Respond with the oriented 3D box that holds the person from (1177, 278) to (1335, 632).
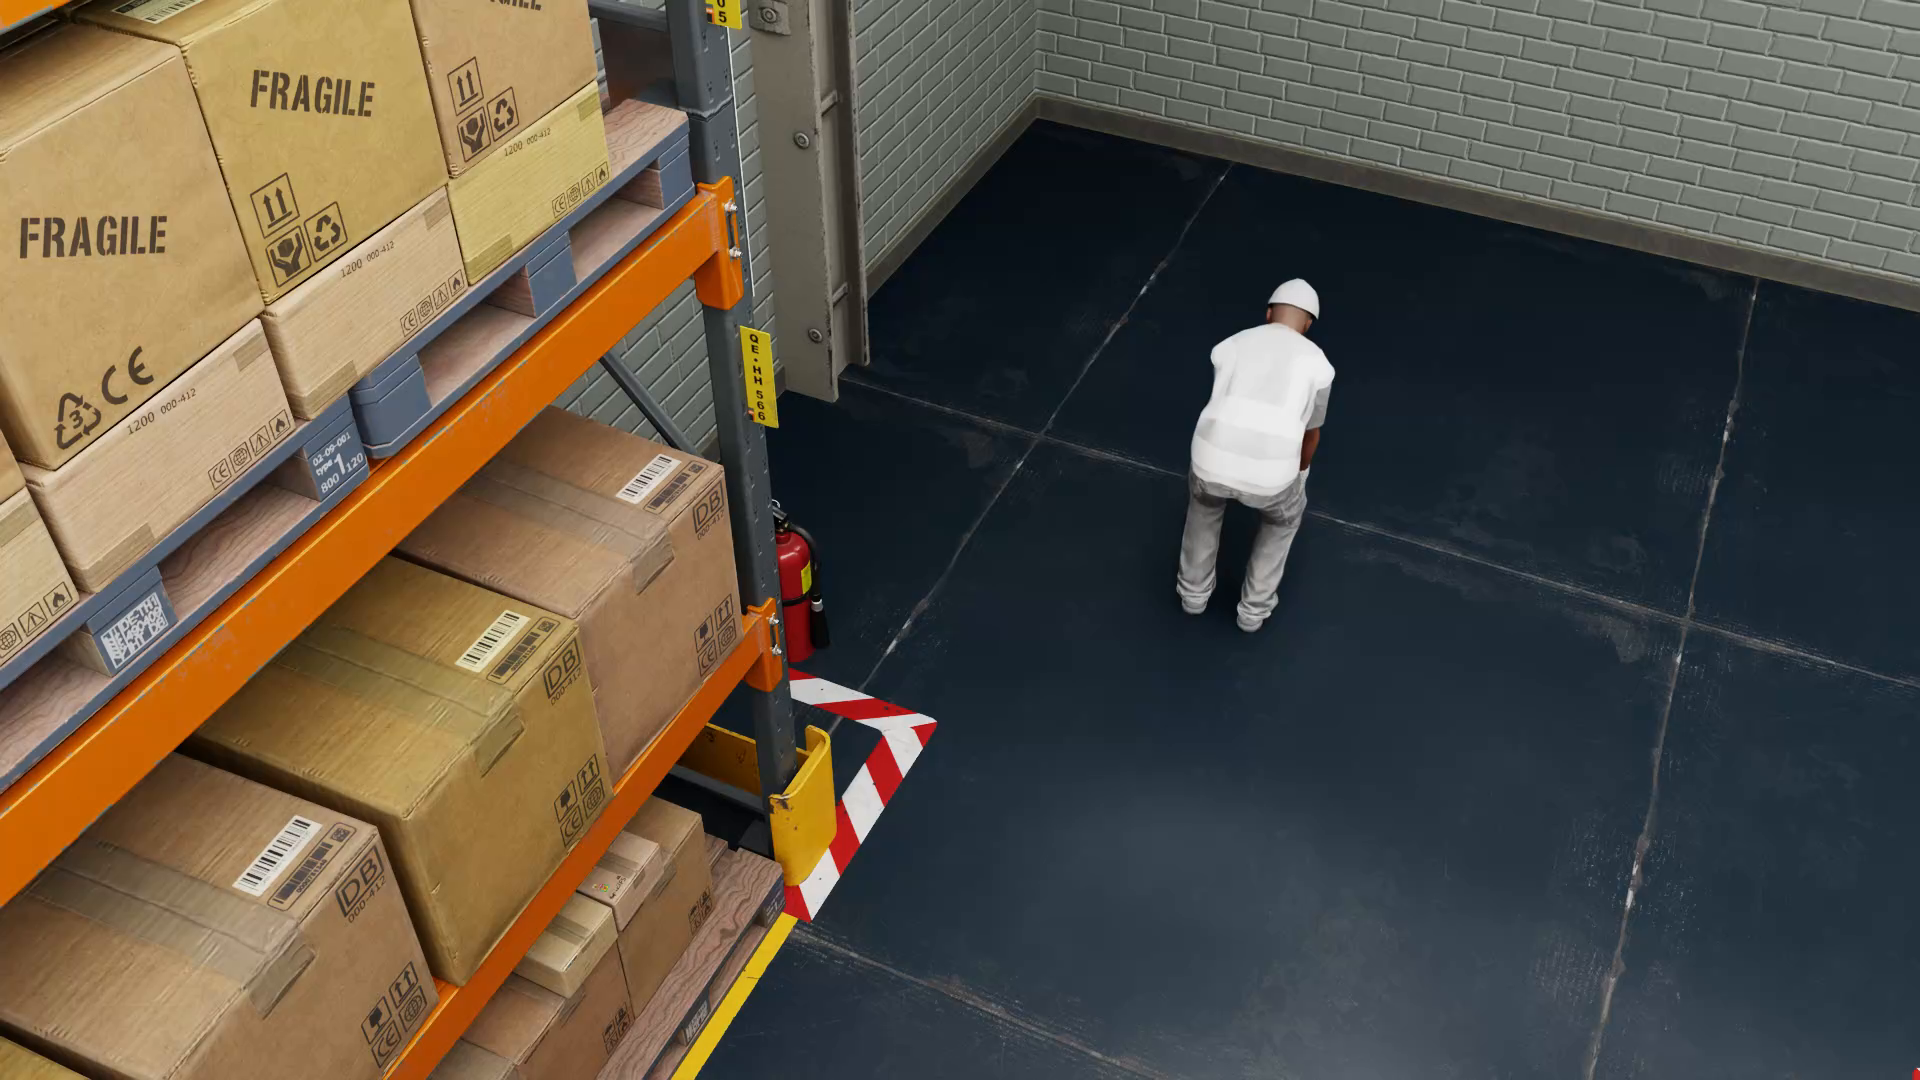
[{"bbox_3d":[1.224,-0.334,6.887,0.507,1.293,0.938,16,44,17],"label":"person"}]
